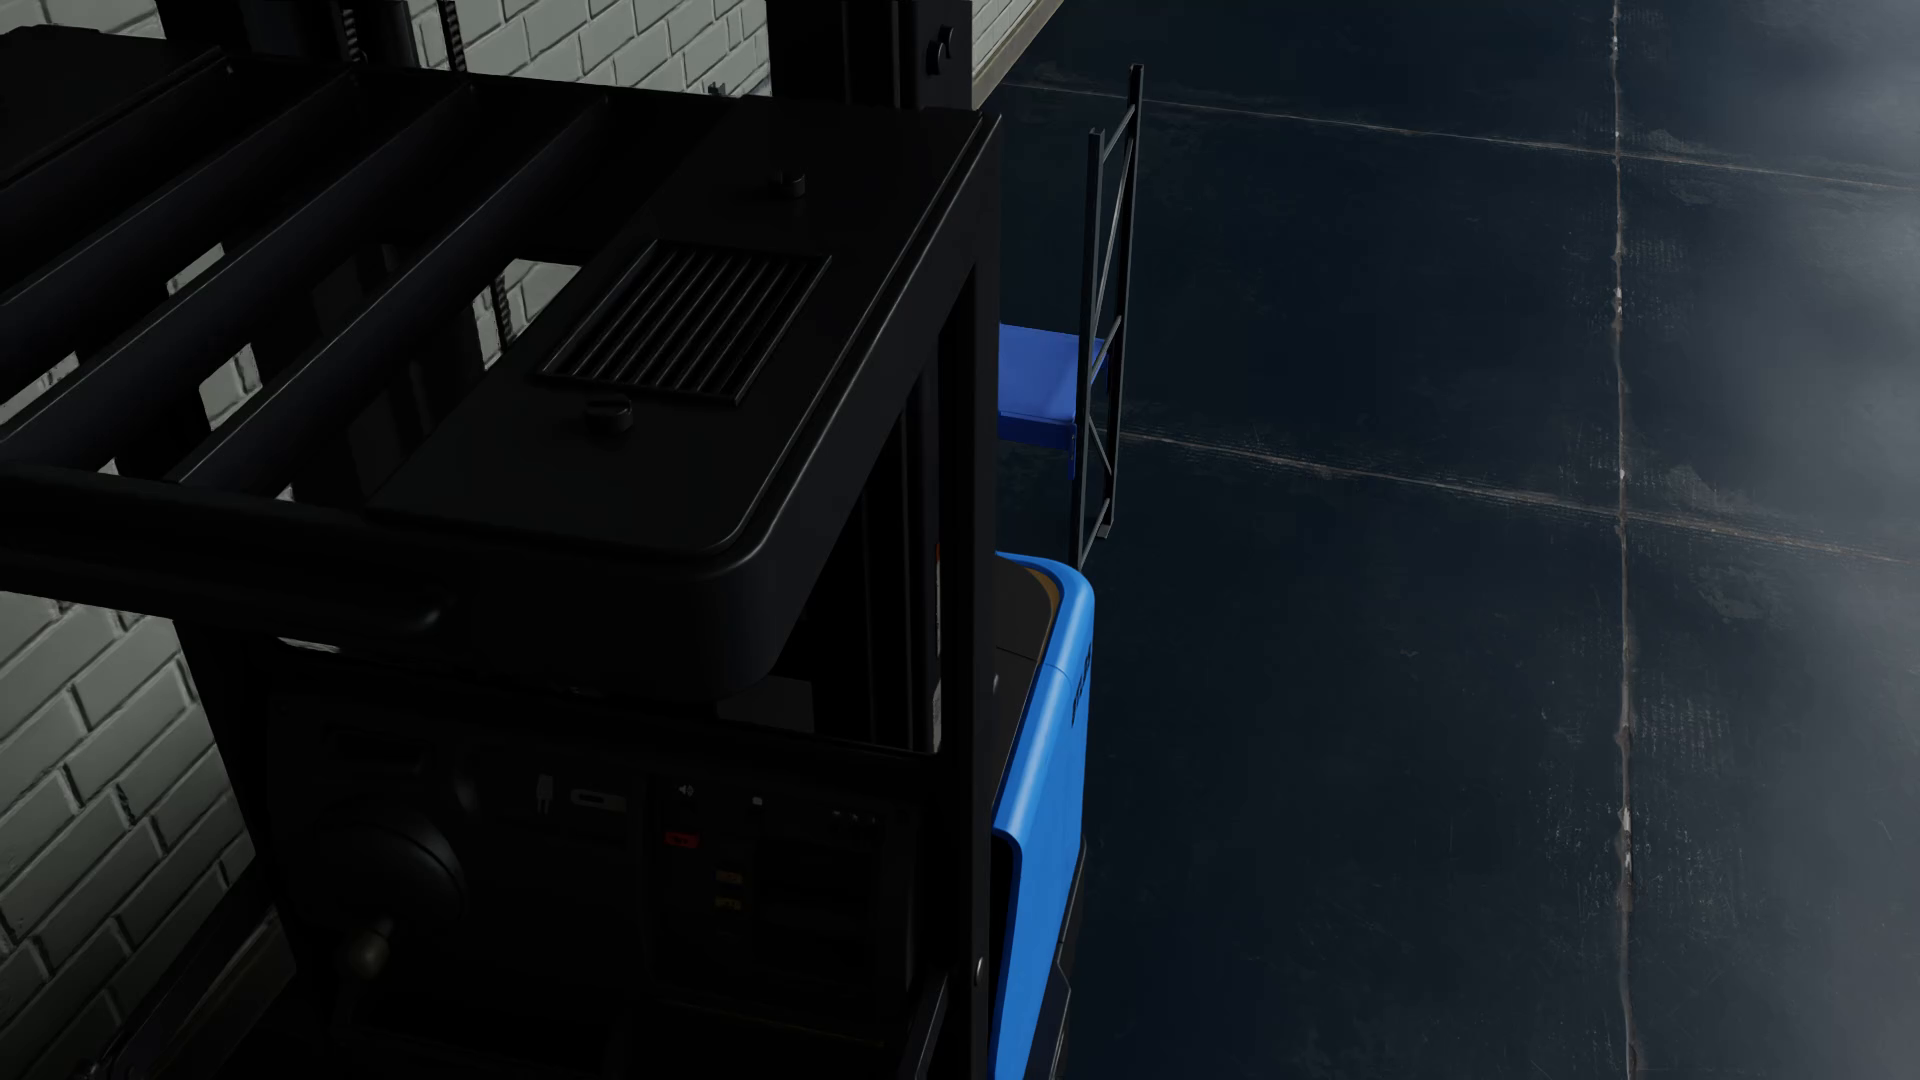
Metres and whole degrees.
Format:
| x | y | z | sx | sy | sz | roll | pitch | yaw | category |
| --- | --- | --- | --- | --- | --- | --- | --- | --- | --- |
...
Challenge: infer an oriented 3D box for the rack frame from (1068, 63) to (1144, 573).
| x | y | z | sx | sy | sz | roll | pitch | yaw | category |
| --- | --- | --- | --- | --- | --- | --- | --- | --- | --- |
| 0.404 | -0.529 | 4.704 | 0.032 | 1.500 | 0.500 | 10 | 38 | 14 | rack frame |

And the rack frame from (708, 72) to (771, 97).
| x | y | z | sx | sy | sz | roll | pitch | yaw | category |
| --- | --- | --- | --- | --- | --- | --- | --- | --- | --- |
| -0.567 | -0.709 | 4.948 | 0.032 | 1.500 | 0.500 | 10 | 38 | 14 | rack frame |

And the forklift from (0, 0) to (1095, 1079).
| x | y | z | sx | sy | sz | roll | pitch | yaw | category |
| --- | --- | --- | --- | --- | --- | --- | --- | --- | --- |
| -0.556 | 0.513 | 2.081 | 1.130 | 2.935 | 3.031 | 8 | 37 | 11 | forklift |

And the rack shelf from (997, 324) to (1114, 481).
| x | y | z | sx | sy | sz | roll | pitch | yaw | category |
| --- | --- | --- | --- | --- | --- | --- | --- | --- | --- |
| -0.081 | -0.474 | 4.933 | 1.000 | 0.185 | 0.538 | 10 | 38 | 14 | rack shelf |

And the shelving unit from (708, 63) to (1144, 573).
| x | y | z | sx | sy | sz | roll | pitch | yaw | category |
| --- | --- | --- | --- | --- | --- | --- | --- | --- | --- |
| -0.081 | -0.619 | 4.826 | 1.048 | 1.500 | 0.538 | 10 | 38 | 14 | shelving unit |
